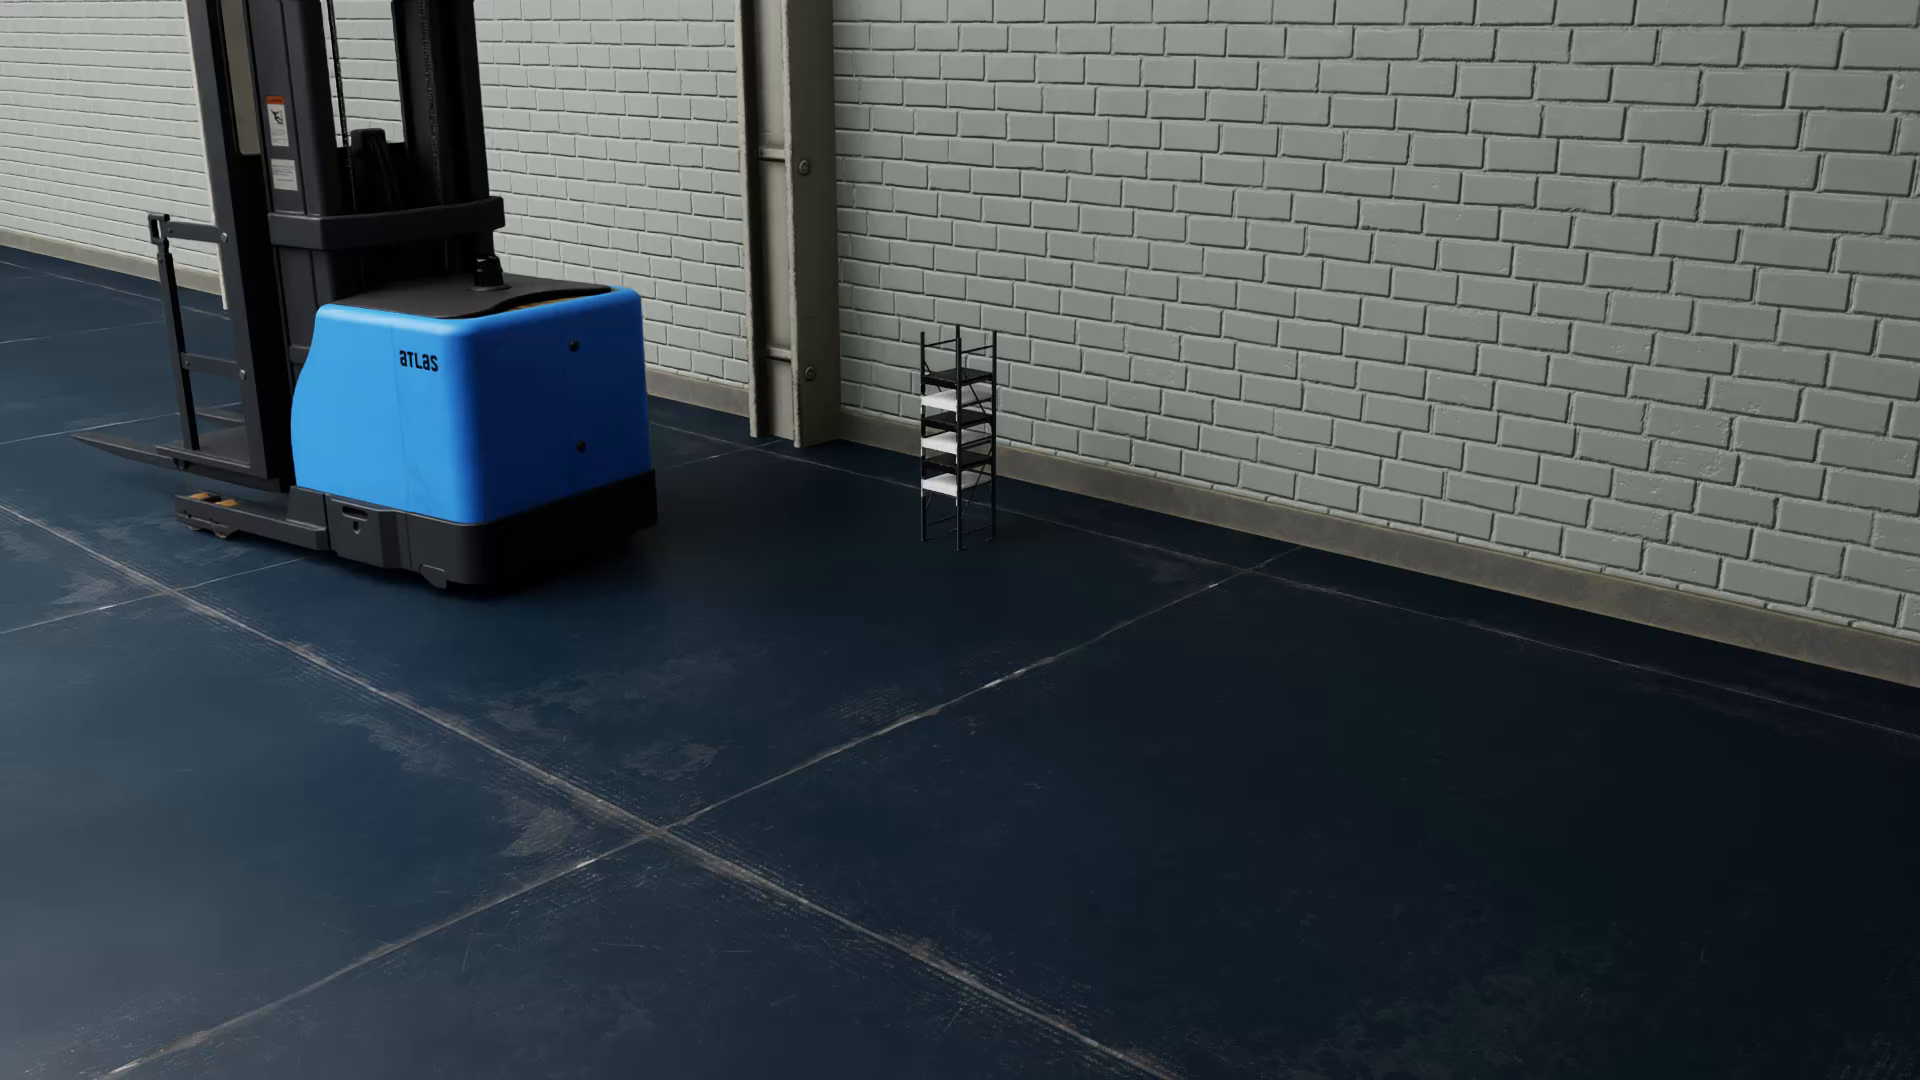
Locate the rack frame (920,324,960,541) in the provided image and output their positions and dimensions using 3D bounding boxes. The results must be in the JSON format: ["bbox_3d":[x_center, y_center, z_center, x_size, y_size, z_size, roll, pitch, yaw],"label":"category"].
[{"bbox_3d":[-0.082,-0.451,7.045,0.006,0.900,0.240,15,23,39],"label":"rack frame"}]

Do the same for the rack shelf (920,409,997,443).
[{"bbox_3d":[-0.006,-0.485,6.964,0.200,0.077,0.258,15,23,39],"label":"rack shelf"}]

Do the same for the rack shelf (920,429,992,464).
[{"bbox_3d":[-0.006,-0.399,6.991,0.200,0.077,0.258,15,23,39],"label":"rack shelf"}]

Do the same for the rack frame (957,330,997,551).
[{"bbox_3d":[0.070,-0.410,6.916,0.006,0.900,0.240,15,23,39],"label":"rack frame"}]

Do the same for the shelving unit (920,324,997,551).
[{"bbox_3d":[-0.006,-0.431,6.981,0.210,0.900,0.258,15,23,39],"label":"shelving unit"}]

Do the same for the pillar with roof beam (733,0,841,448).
[{"bbox_3d":[-3.729,-3.867,4.419,0.400,9.000,9.100,15,23,39],"label":"pillar with roof beam"}]

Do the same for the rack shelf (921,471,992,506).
[{"bbox_3d":[-0.006,-0.227,7.045,0.200,0.077,0.258,15,23,39],"label":"rack shelf"}]

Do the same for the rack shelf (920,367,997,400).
[{"bbox_3d":[-0.006,-0.656,6.909,0.200,0.077,0.258,15,23,39],"label":"rack shelf"}]

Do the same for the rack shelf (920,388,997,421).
[{"bbox_3d":[-0.006,-0.570,6.936,0.200,0.077,0.258,15,23,39],"label":"rack shelf"}]

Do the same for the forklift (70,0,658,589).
[{"bbox_3d":[-2.809,-1.526,7.074,3.031,2.935,1.130,11,21,31],"label":"forklift"}]

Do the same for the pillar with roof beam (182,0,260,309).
[{"bbox_3d":[-8.217,-5.071,8.215,0.400,9.000,9.100,15,23,39],"label":"pillar with roof beam"}]

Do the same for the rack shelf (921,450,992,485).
[{"bbox_3d":[-0.006,-0.313,7.018,0.200,0.077,0.258,15,23,39],"label":"rack shelf"}]
